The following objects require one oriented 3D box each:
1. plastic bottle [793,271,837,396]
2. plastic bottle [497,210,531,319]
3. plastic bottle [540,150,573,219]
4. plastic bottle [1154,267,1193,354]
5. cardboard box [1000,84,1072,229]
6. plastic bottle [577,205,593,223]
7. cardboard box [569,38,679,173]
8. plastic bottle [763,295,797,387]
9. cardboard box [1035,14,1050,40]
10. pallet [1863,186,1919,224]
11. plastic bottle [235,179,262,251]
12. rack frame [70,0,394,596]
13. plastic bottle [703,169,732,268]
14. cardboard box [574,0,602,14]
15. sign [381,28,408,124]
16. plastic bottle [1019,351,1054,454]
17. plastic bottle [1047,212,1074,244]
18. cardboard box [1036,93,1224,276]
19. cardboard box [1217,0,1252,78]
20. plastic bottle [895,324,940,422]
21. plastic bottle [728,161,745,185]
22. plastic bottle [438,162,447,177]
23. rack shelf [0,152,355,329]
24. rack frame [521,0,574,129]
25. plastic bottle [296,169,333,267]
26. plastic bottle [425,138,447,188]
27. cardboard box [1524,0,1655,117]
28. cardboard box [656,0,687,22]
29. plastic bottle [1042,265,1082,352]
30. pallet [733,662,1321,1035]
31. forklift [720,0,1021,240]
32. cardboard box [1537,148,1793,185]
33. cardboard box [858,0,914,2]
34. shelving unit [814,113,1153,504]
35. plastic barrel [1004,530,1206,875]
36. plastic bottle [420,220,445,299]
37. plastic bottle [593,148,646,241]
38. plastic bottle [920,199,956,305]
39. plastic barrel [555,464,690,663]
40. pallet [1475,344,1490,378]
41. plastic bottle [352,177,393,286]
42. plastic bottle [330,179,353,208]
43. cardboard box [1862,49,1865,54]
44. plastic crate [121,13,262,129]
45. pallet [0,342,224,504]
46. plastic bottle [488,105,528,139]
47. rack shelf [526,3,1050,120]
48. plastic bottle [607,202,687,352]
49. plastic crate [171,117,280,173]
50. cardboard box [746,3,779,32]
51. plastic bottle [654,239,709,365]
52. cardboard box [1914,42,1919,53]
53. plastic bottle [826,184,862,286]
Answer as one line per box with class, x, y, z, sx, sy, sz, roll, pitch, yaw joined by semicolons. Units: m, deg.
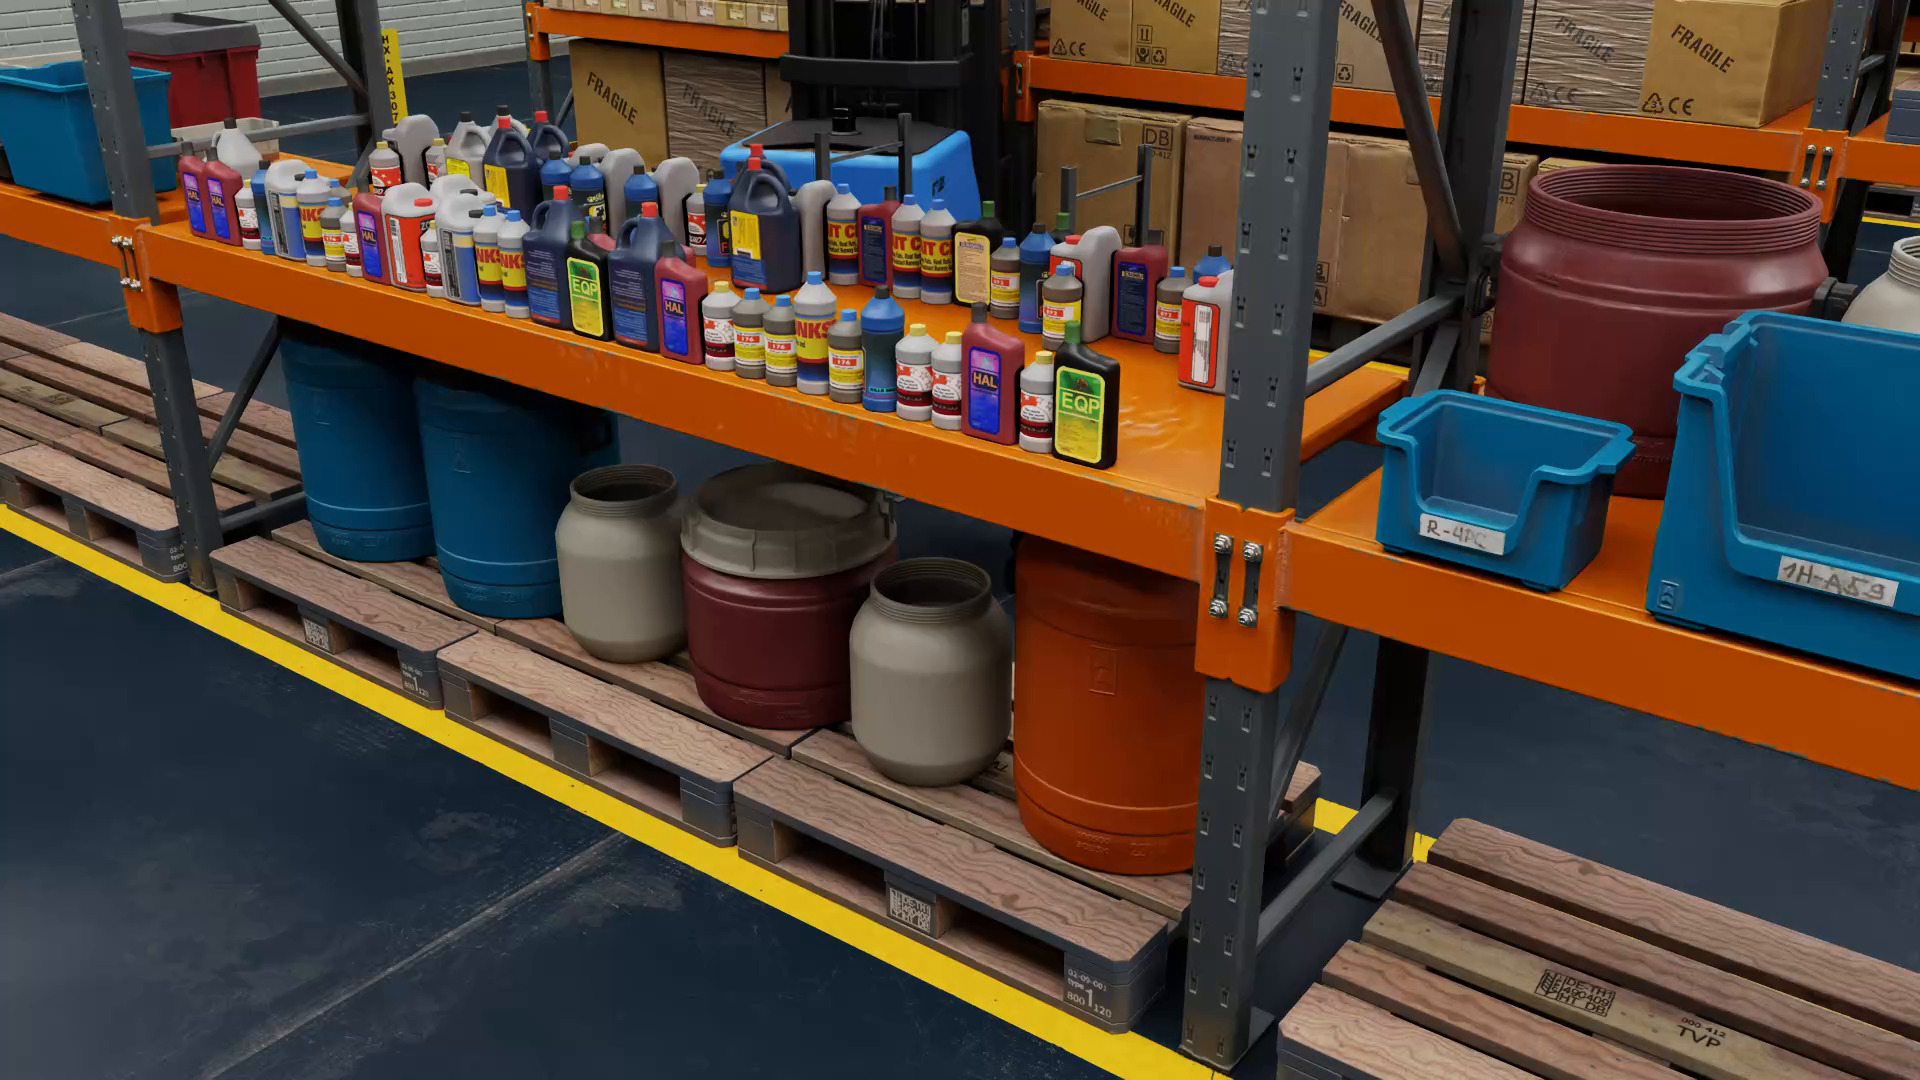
plastic bottle;-0.325;-0.471;3.757;0.097;0.271;0.097;0;24;0
plastic bottle;-1.145;-0.719;4.320;0.097;0.271;0.097;0;24;0
plastic bottle;-1.223;-1.048;5.068;0.097;0.271;0.097;0;24;0
plastic bottle;0.526;-0.564;4.056;0.097;0.201;0.097;0;24;0
cardboard box;0.122;-2.356;9.991;0.875;0.875;0.875;17;29;33
plastic bottle;-0.981;-0.742;4.373;0.097;0.271;0.097;0;24;0
cardboard box;-2.038;-3.009;11.473;0.875;0.875;0.875;17;29;33
plastic bottle;-0.402;-0.462;3.825;0.097;0.201;0.097;0;24;0
cardboard box;0.565;-3.015;9.683;0.250;0.149;0.380;17;29;33
pallet;6.234;-2.473;11.600;1.213;0.211;1.003;17;29;33
plastic bottle;-2.121;-0.981;5.003;0.097;0.201;0.097;0;24;0
rack frame;-2.368;-1.353;5.600;0.127;3.000;1.000;17;29;33
plastic bottle;-0.690;-0.933;4.807;0.097;0.271;0.097;0;24;0
cardboard box;-2.306;-3.549;10.897;0.250;0.149;0.380;16;29;33
sign;-2.037;-1.656;5.946;0.005;0.325;0.100;17;29;33
plastic bottle;0.172;-0.289;3.431;0.097;0.201;0.097;0;24;0
plastic bottle;0.230;-0.700;4.263;0.133;0.283;0.061;17;29;33
cardboard box;1.127;-2.022;9.234;0.875;0.875;1.225;17;29;33
cardboard box;1.624;-2.562;8.221;0.500;0.500;0.500;16;28;32
plastic bottle;-0.091;-0.368;3.611;0.097;0.201;0.097;0;24;0
plastic bottle;-0.657;-0.968;4.872;0.133;0.283;0.061;17;29;33
plastic bottle;-1.626;-1.138;5.358;0.097;0.201;0.097;0;24;0
rack shelf;-3.969;-1.507;6.843;4.000;0.370;1.077;17;29;33
rack frame;-2.598;-3.918;11.422;0.127;3.000;1.000;17;29;33
plastic bottle;-1.857;-0.934;4.808;0.097;0.271;0.097;0;24;0
plastic bottle;-1.750;-1.252;5.617;0.097;0.201;0.097;0;24;0
cardboard box;2.864;-2.191;7.379;0.500;0.500;0.500;17;29;33
cardboard box;-1.689;-3.363;10.474;0.250;0.149;0.380;16;28;32
plastic bottle;0.250;-0.571;4.071;0.097;0.201;0.097;0;24;0
pallet;0.177;0.713;4.369;1.213;0.211;1.003;17;29;33
forklift;-0.260;-2.693;8.728;1.130;2.935;3.031;6;25;14
cardboard box;3.263;-1.377;7.769;0.875;0.875;1.225;15;28;31
cardboard box;-0.324;-3.165;9.530;0.500;0.250;0.500;18;29;35
shelving unit;0.068;-0.666;5.901;1.048;1.500;0.538;17;29;33
plastic barrel;0.431;0.303;4.014;0.708;0.830;0.600;17;29;33
plastic bottle;-1.409;-0.766;4.515;0.097;0.201;0.097;0;24;0
plastic bottle;-1.055;-1.062;5.094;0.135;0.276;0.152;17;29;33
plastic bottle;-0.058;-0.772;4.442;0.097;0.271;0.097;0;24;0
plastic barrel;-0.978;0.067;4.942;0.421;0.512;0.421;0;24;0
pallet;3.217;-0.922;8.082;1.213;0.211;1.003;17;29;33
plastic bottle;-1.620;-0.858;4.622;0.133;0.283;0.061;17;29;33
plastic bottle;-1.874;-0.983;5.008;0.097;0.201;0.097;0;24;0
cardboard box;6.046;-3.318;11.710;0.500;0.250;0.500;16;29;33
plastic crate;-2.932;-1.706;6.249;0.583;0.464;0.402;17;29;33
pallet;-3.960;-0.537;7.207;1.213;0.211;1.003;17;29;33
plastic bottle;-1.436;-1.214;5.345;0.185;0.351;0.144;17;29;33
rack shelf;-0.998;-3.105;10.470;4.000;0.370;1.077;17;29;33
plastic bottle;-0.764;-0.651;4.069;0.185;0.351;0.144;17;29;33
plastic crate;-2.655;-1.418;6.001;0.243;0.136;0.396;17;29;33
cardboard box;-1.070;-3.176;10.051;0.250;0.149;0.380;17;29;34
plastic bottle;-0.661;-0.569;3.965;0.133;0.283;0.061;17;29;33
cardboard box;9.244;-4.595;15.072;0.875;0.875;0.875;17;29;33
plastic bottle;-0.320;-0.852;4.622;0.097;0.271;0.097;0;24;0
